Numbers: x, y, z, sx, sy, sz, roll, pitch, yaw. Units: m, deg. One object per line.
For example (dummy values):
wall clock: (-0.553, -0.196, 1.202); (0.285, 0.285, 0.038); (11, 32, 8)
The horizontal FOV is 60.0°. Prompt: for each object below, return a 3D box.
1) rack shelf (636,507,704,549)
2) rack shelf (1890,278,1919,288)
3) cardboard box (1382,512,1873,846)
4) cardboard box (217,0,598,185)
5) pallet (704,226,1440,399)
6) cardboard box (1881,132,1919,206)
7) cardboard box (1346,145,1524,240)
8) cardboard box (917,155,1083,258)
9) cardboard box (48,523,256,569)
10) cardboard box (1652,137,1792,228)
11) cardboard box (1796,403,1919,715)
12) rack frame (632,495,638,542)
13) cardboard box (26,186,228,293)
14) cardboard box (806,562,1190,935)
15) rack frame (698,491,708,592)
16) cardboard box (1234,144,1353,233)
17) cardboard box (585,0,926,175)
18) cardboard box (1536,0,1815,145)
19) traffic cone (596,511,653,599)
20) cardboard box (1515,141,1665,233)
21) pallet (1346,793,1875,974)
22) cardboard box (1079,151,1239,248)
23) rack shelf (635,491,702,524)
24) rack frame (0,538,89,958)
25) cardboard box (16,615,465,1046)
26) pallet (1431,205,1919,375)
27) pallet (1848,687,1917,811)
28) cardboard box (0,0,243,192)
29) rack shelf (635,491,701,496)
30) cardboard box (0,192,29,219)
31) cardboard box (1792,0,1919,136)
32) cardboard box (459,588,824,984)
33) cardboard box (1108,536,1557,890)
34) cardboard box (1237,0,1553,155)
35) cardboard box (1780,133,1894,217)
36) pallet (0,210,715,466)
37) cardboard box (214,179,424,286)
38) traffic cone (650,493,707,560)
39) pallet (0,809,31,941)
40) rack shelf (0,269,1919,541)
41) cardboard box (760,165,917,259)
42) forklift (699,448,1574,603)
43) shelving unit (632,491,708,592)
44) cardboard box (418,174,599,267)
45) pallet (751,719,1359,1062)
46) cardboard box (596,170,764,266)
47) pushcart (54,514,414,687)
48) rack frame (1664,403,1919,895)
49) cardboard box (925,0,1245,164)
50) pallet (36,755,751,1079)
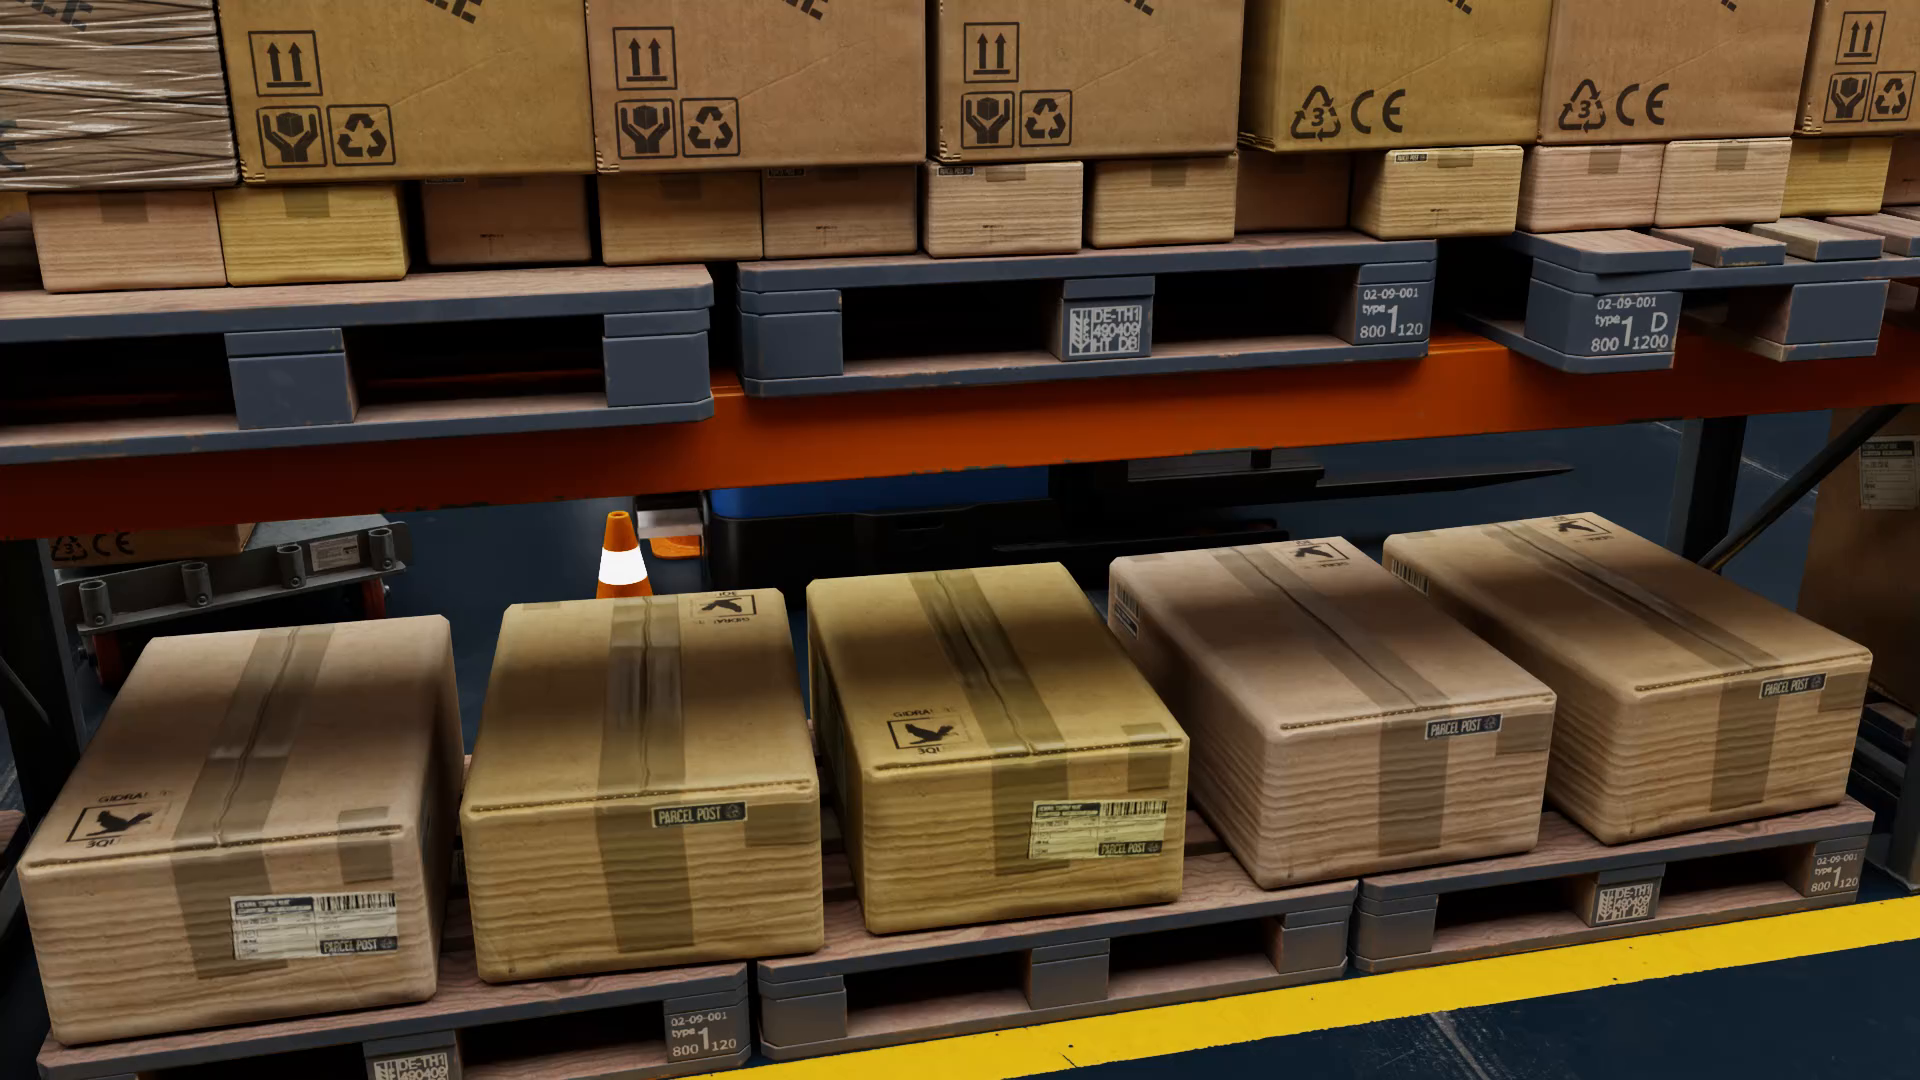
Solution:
rack shelf: (-0.922, -0.050, 5.262); (0.200, 0.077, 0.258); (-4, 21, -12)
rack shelf: (3.992, -0.616, 4.182); (4.000, 0.370, 1.077); (-5, 21, -12)
cardboard box: (1.494, 0.282, 3.893); (0.625, 0.372, 0.950); (-6, 21, -16)
cardboard box: (-0.837, -0.844, 2.570); (0.500, 0.500, 0.500); (-5, 21, -12)
pallet: (0.129, -0.536, 3.194); (1.213, 0.211, 1.003); (-5, 21, -12)
cardboard box: (1.781, -0.770, 3.312); (0.250, 0.149, 0.380); (-4, 20, -10)
cardboard box: (0.791, -0.646, 2.973); (0.250, 0.149, 0.380); (-4, 21, -12)
cardboard box: (0.039, -0.590, 2.820); (0.250, 0.149, 0.380); (-4, 20, -10)
cardboard box: (-2.285, -0.255, 4.682); (0.500, 0.500, 0.500); (-5, 21, -12)
cardboard box: (1.302, -0.690, 3.092); (0.250, 0.149, 0.380); (-5, 21, -13)
cardboard box: (2.737, -0.022, 3.993); (0.875, 0.875, 0.875); (-5, 21, -13)
rack frame: (-1.021, -0.243, 5.168); (0.006, 0.900, 0.240); (-4, 21, -12)
cardboard box: (-1.236, -0.497, 2.564); (0.250, 0.149, 0.380); (-4, 21, -12)
cardboard box: (0.038, 0.401, 3.568); (0.625, 0.372, 0.950); (-4, 20, -11)
rack frame: (-0.822, -0.257, 5.209); (0.006, 0.900, 0.240); (-4, 21, -12)
cardboard box: (0.517, -0.669, 3.034); (0.250, 0.149, 0.380); (-4, 21, -12)
cardboard box: (-0.353, -0.879, 2.664); (0.500, 0.500, 0.500); (-5, 21, -13)
cardboard box: (1.167, -1.006, 3.012); (0.500, 0.500, 0.500); (-5, 21, -13)
traffic cone: (-0.962, 0.145, 4.746); (0.334, 0.463, 0.336); (-5, 21, -12)
cardboard box: (1.055, -0.673, 3.045); (0.250, 0.149, 0.380); (-6, 21, -15)
pallet: (1.285, 0.575, 3.939); (1.213, 0.211, 1.003); (-5, 21, -12)
cardboard box: (0.292, -0.621, 2.905); (0.250, 0.149, 0.380); (-5, 21, -14)
rack shelf: (-0.922, -0.134, 5.231); (0.200, 0.077, 0.258); (-4, 21, -12)
rack frame: (-1.847, -0.479, 2.762); (0.127, 3.000, 1.000); (-5, 21, -12)
cardboard box: (-1.337, 0.515, 3.258); (0.625, 0.372, 0.950); (-4, 21, -12)
pallet: (1.377, -0.614, 3.408); (1.003, 0.211, 1.213); (-5, 21, -12)
pallet: (2.831, 0.476, 4.208); (1.213, 0.211, 1.003); (-5, 21, -12)
cardboard box: (-1.324, -0.804, 2.461); (0.500, 0.500, 0.500); (-4, 21, -11)
rack shelf: (-0.922, -0.219, 5.200); (0.200, 0.077, 0.258); (-4, 21, -12)
cardboard box: (-3.712, -1.301, 7.485); (0.875, 0.875, 0.875); (-4, 21, -12)
cardboard box: (1.668, -1.051, 3.134); (0.500, 0.500, 0.500); (-5, 21, -14)
cardboard box: (-0.638, 0.457, 3.416); (0.625, 0.372, 0.950); (-3, 20, -9)
cardboard box: (0.778, 0.343, 3.727); (0.625, 0.372, 0.950); (-5, 21, -14)
cardboard box: (0.676, -0.966, 2.902); (0.500, 0.500, 0.500); (-6, 21, -16)
cardboard box: (1.537, -0.725, 3.188); (0.250, 0.149, 0.380); (-4, 21, -12)
pallet: (-1.069, -0.401, 2.828); (1.213, 0.211, 1.003); (-5, 21, -12)
cardboard box: (-0.991, -0.513, 2.610); (0.250, 0.149, 0.380); (-4, 21, -11)
traffic cone: (-0.910, -0.213, 5.722); (0.334, 0.463, 0.336); (-5, 21, -12)
pallet: (-2.492, 0.895, 3.065); (1.213, 0.211, 1.003); (-5, 21, -12)
rack shelf: (0.100, -0.300, 3.318); (4.000, 0.370, 1.077); (-5, 21, -12)
cardboard box: (-0.232, -0.587, 2.810); (0.250, 0.149, 0.380); (-4, 21, -12)
forklift: (0.616, -1.422, 5.435); (3.031, 2.935, 1.130); (-4, 21, -11)
shelving unit: (-0.922, -0.250, 5.188); (0.210, 0.900, 0.258); (-4, 21, -12)
cardboard box: (-0.733, -0.561, 2.741); (0.250, 0.149, 0.380); (-3, 20, -9)
pallet: (0.100, 0.670, 3.678); (1.213, 0.211, 1.003); (-5, 21, -12)
cardboard box: (-0.473, -0.568, 2.758); (0.250, 0.149, 0.380); (-4, 21, -12)
pushcart: (-2.420, -0.007, 5.286); (0.936, 0.377, 1.648); (-13, 24, -31)
rack frame: (2.046, -0.796, 3.627); (0.127, 3.000, 1.000); (-5, 21, -12)
cardboard box: (0.145, -0.923, 2.785); (0.500, 0.500, 0.500); (-6, 21, -15)
pallet: (-1.089, 0.768, 3.412); (1.213, 0.211, 1.003); (-5, 21, -12)
